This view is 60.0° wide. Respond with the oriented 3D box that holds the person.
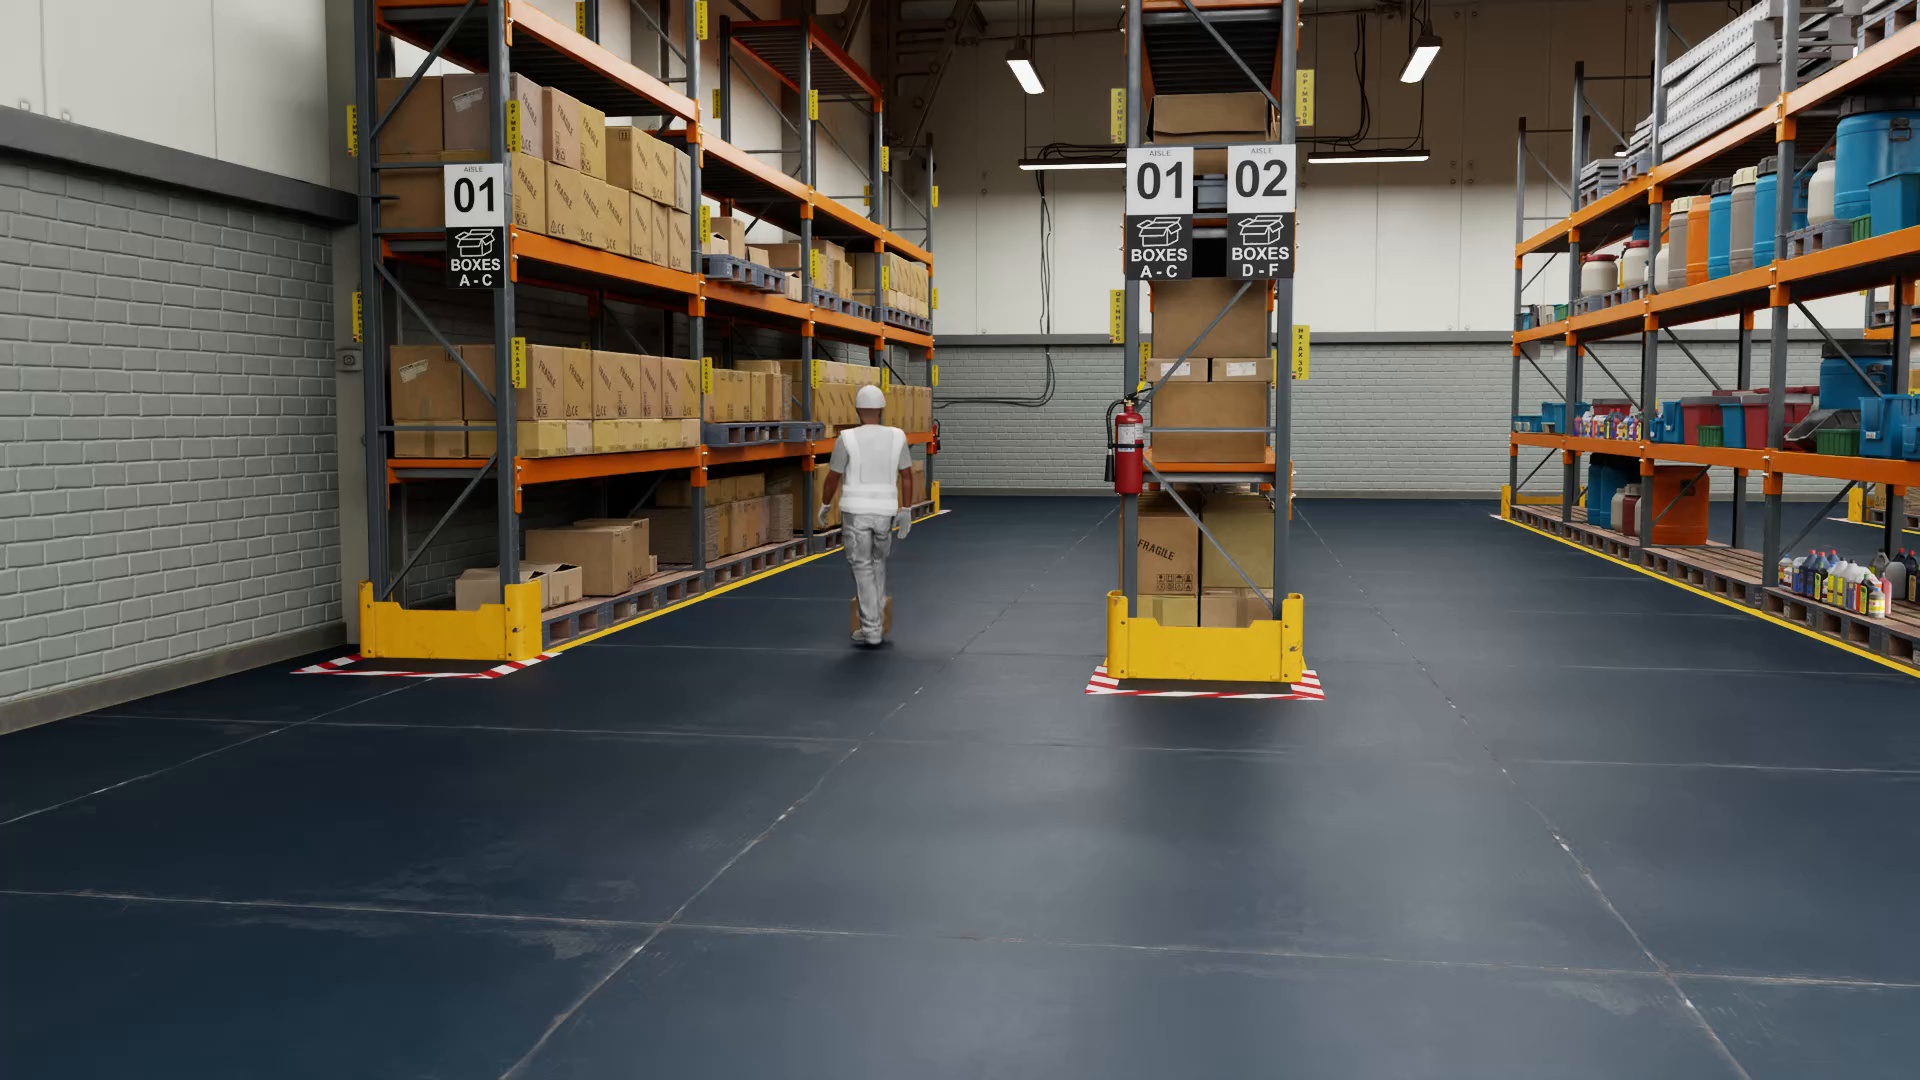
[{"bbox_3d":[-0.669,-0.141,11.576,0.569,1.862,0.566,-2,5,-28],"label":"person"}]
